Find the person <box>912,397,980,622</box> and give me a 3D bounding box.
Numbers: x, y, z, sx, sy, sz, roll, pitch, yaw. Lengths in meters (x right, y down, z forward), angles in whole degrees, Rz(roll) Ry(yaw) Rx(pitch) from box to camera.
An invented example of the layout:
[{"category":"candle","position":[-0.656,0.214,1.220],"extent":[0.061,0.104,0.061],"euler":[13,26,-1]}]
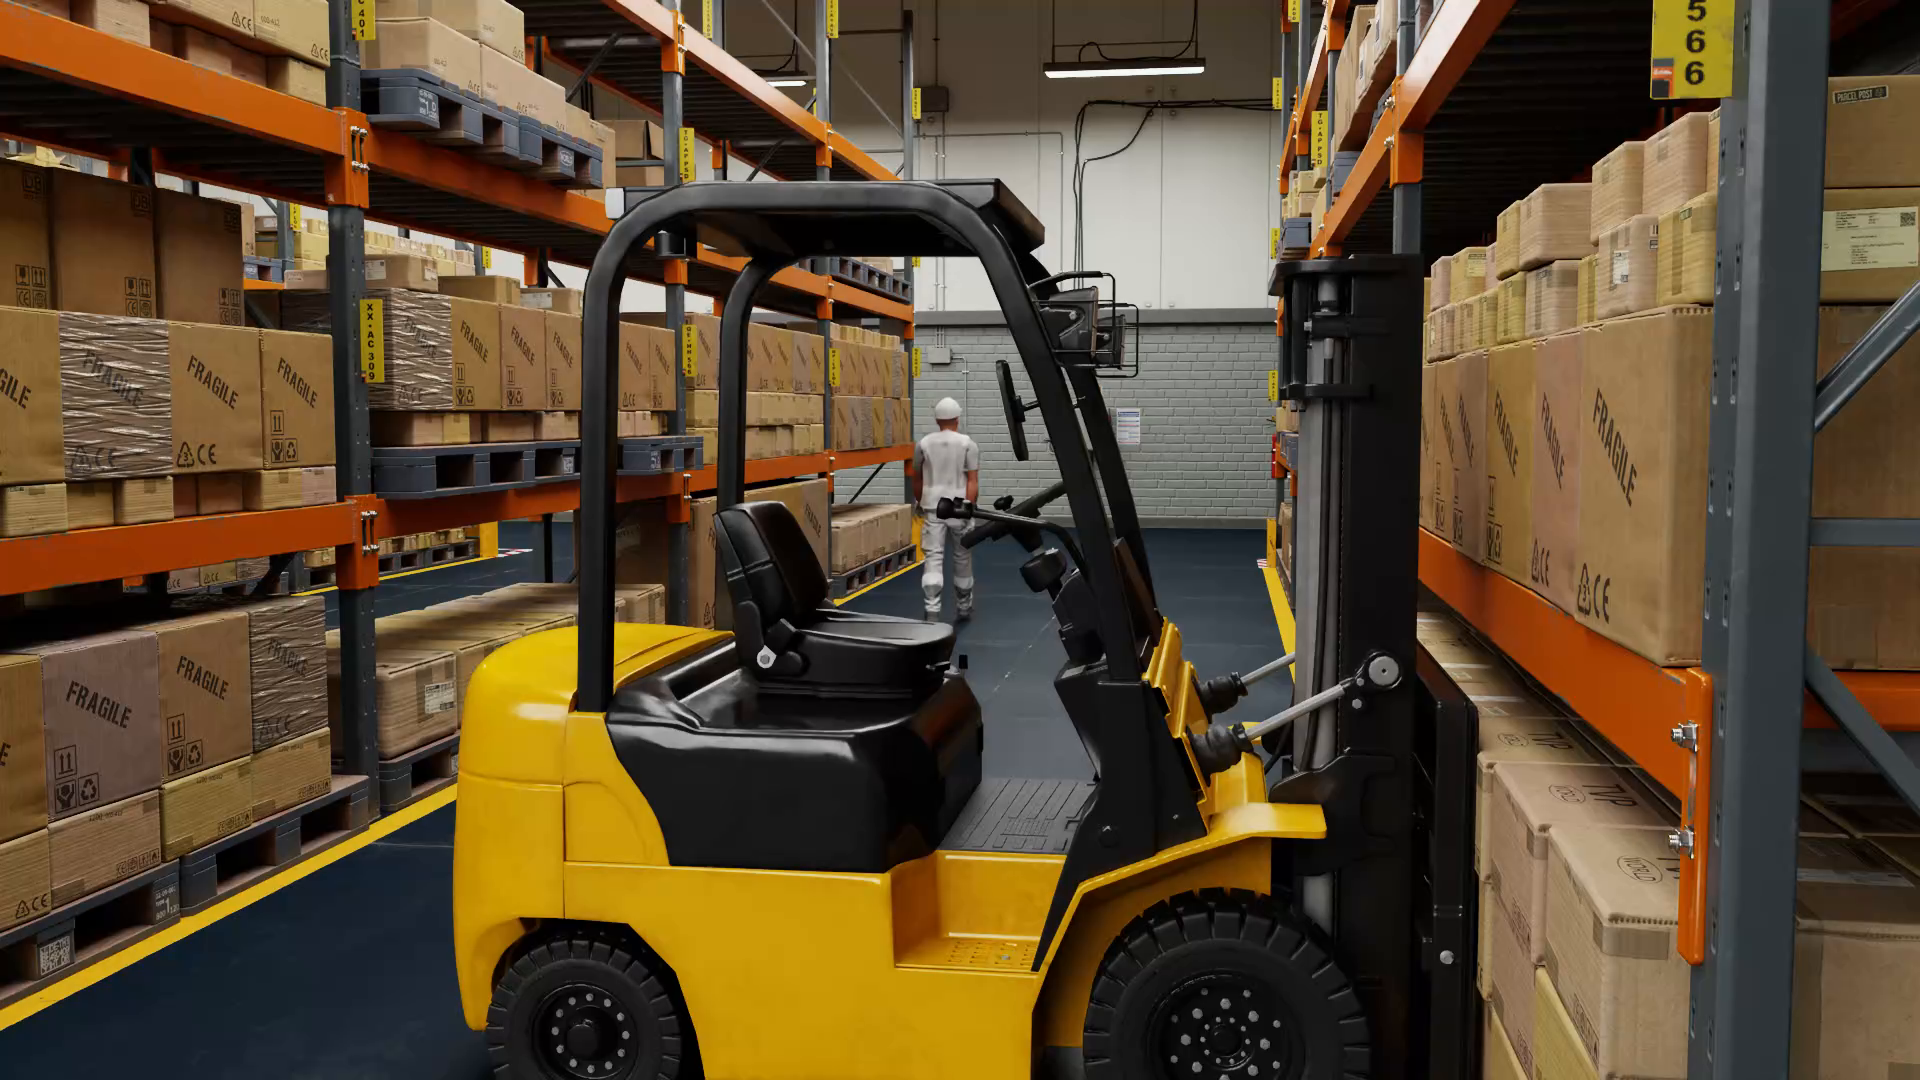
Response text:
[{"category":"person","position":[-0.106,-0.242,12.996],"extent":[0.546,1.739,1.039],"euler":[0,4,5]}]
